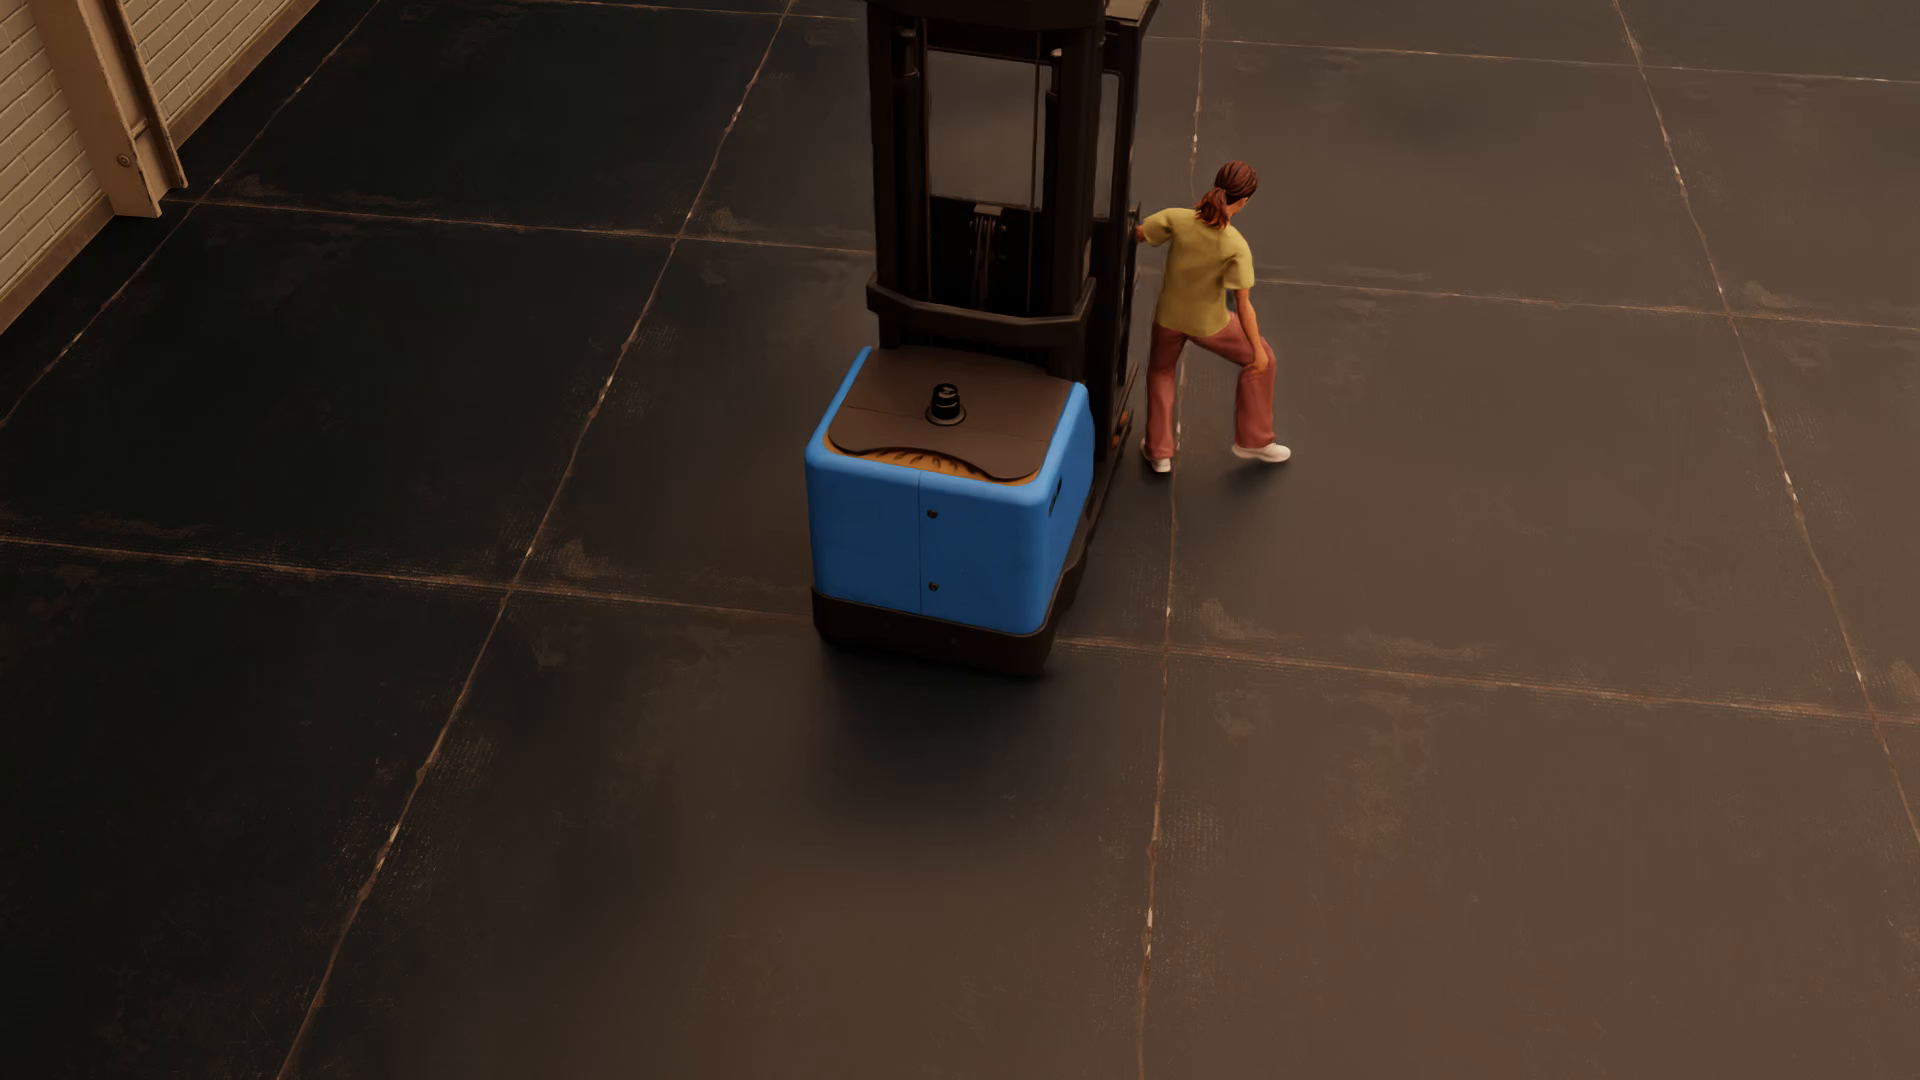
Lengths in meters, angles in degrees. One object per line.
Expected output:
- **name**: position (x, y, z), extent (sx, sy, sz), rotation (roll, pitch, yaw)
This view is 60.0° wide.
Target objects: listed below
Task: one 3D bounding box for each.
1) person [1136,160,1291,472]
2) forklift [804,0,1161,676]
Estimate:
- **person**: position (1.106, -1.032, 7.859), extent (1.046, 1.606, 0.491), rotation (20, 46, 20)
- **forklift**: position (0.248, -1.508, 7.366), extent (1.130, 2.935, 3.031), rotation (11, 44, 12)
